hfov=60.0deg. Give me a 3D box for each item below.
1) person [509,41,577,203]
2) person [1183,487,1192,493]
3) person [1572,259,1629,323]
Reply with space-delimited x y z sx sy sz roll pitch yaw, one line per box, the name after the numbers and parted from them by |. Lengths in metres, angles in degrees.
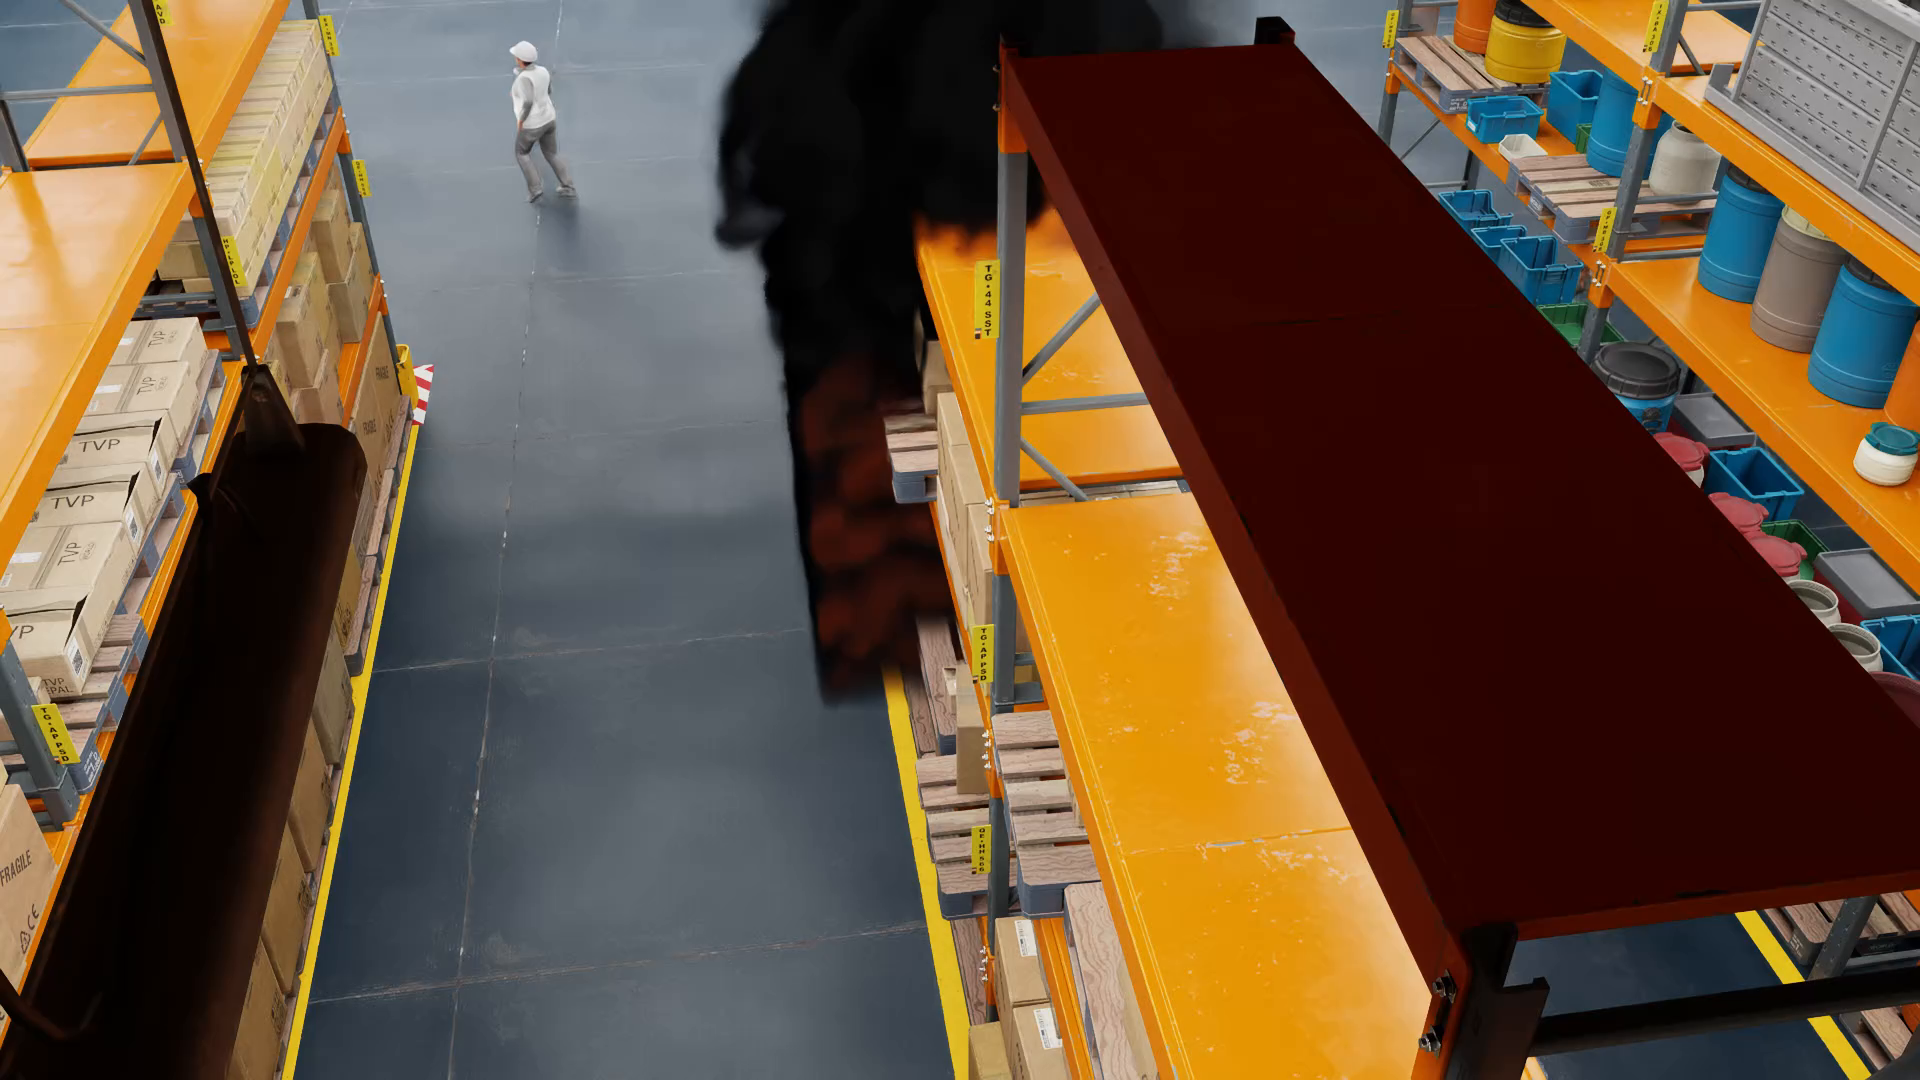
-4.630 -4.517 18.143 0.748 1.850 0.675 19 40 23 | person
1.580 0.286 11.699 0.545 1.573 0.883 -5 37 -7 | person
5.926 -2.554 15.461 0.680 1.729 0.697 -11 38 -14 | person
